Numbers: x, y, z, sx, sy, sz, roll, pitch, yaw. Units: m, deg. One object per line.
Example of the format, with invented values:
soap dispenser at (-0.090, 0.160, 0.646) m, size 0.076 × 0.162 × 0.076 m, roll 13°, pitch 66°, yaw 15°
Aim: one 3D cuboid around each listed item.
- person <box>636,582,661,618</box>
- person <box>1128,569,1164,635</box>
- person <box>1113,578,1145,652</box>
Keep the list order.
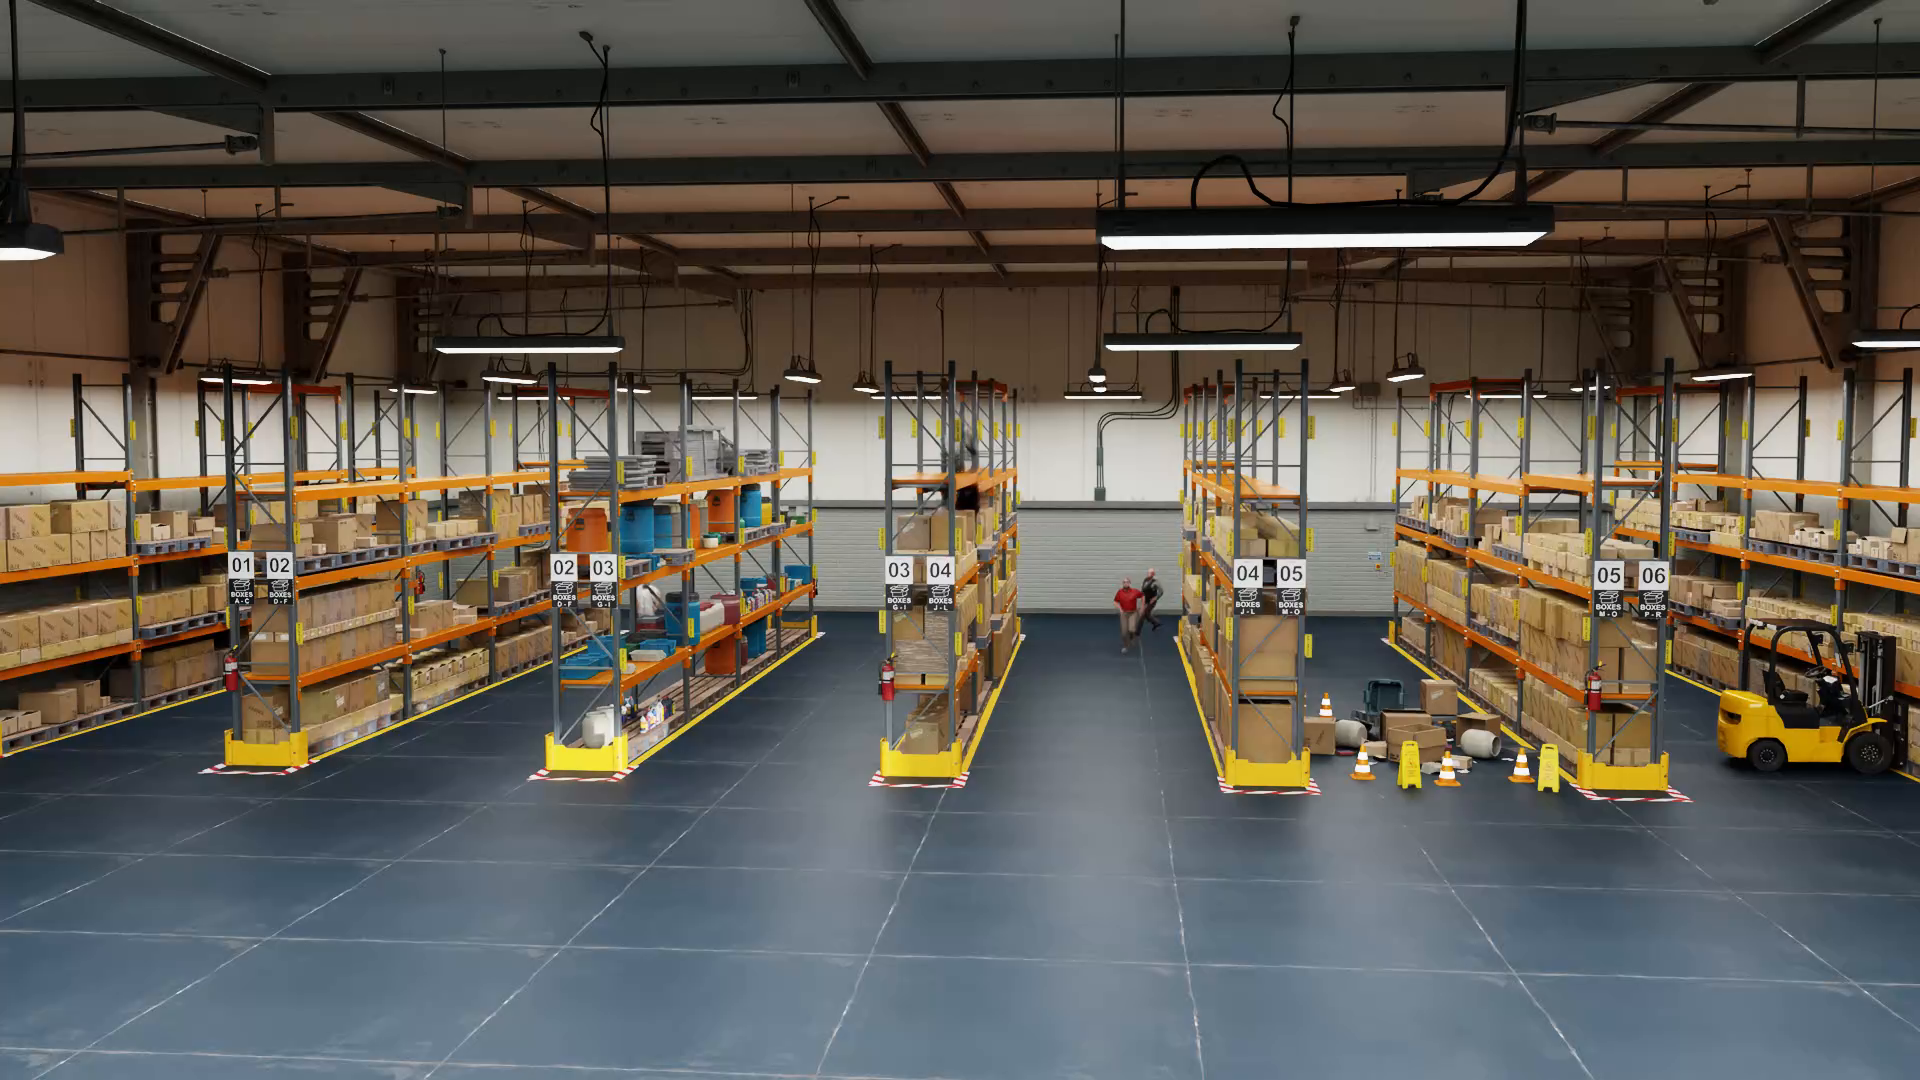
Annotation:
person at (-7.139, 1.649, 37.755) m, size 0.639 × 1.785 × 0.691 m, roll 0°, pitch 4°, yaw -2°
person at (4.633, 1.514, 40.514) m, size 0.923 × 1.652 × 0.663 m, roll -2°, pitch 4°, yaw -28°
person at (3.789, 1.702, 37.389) m, size 0.688 × 1.678 × 0.706 m, roll 1°, pitch 4°, yaw 14°
